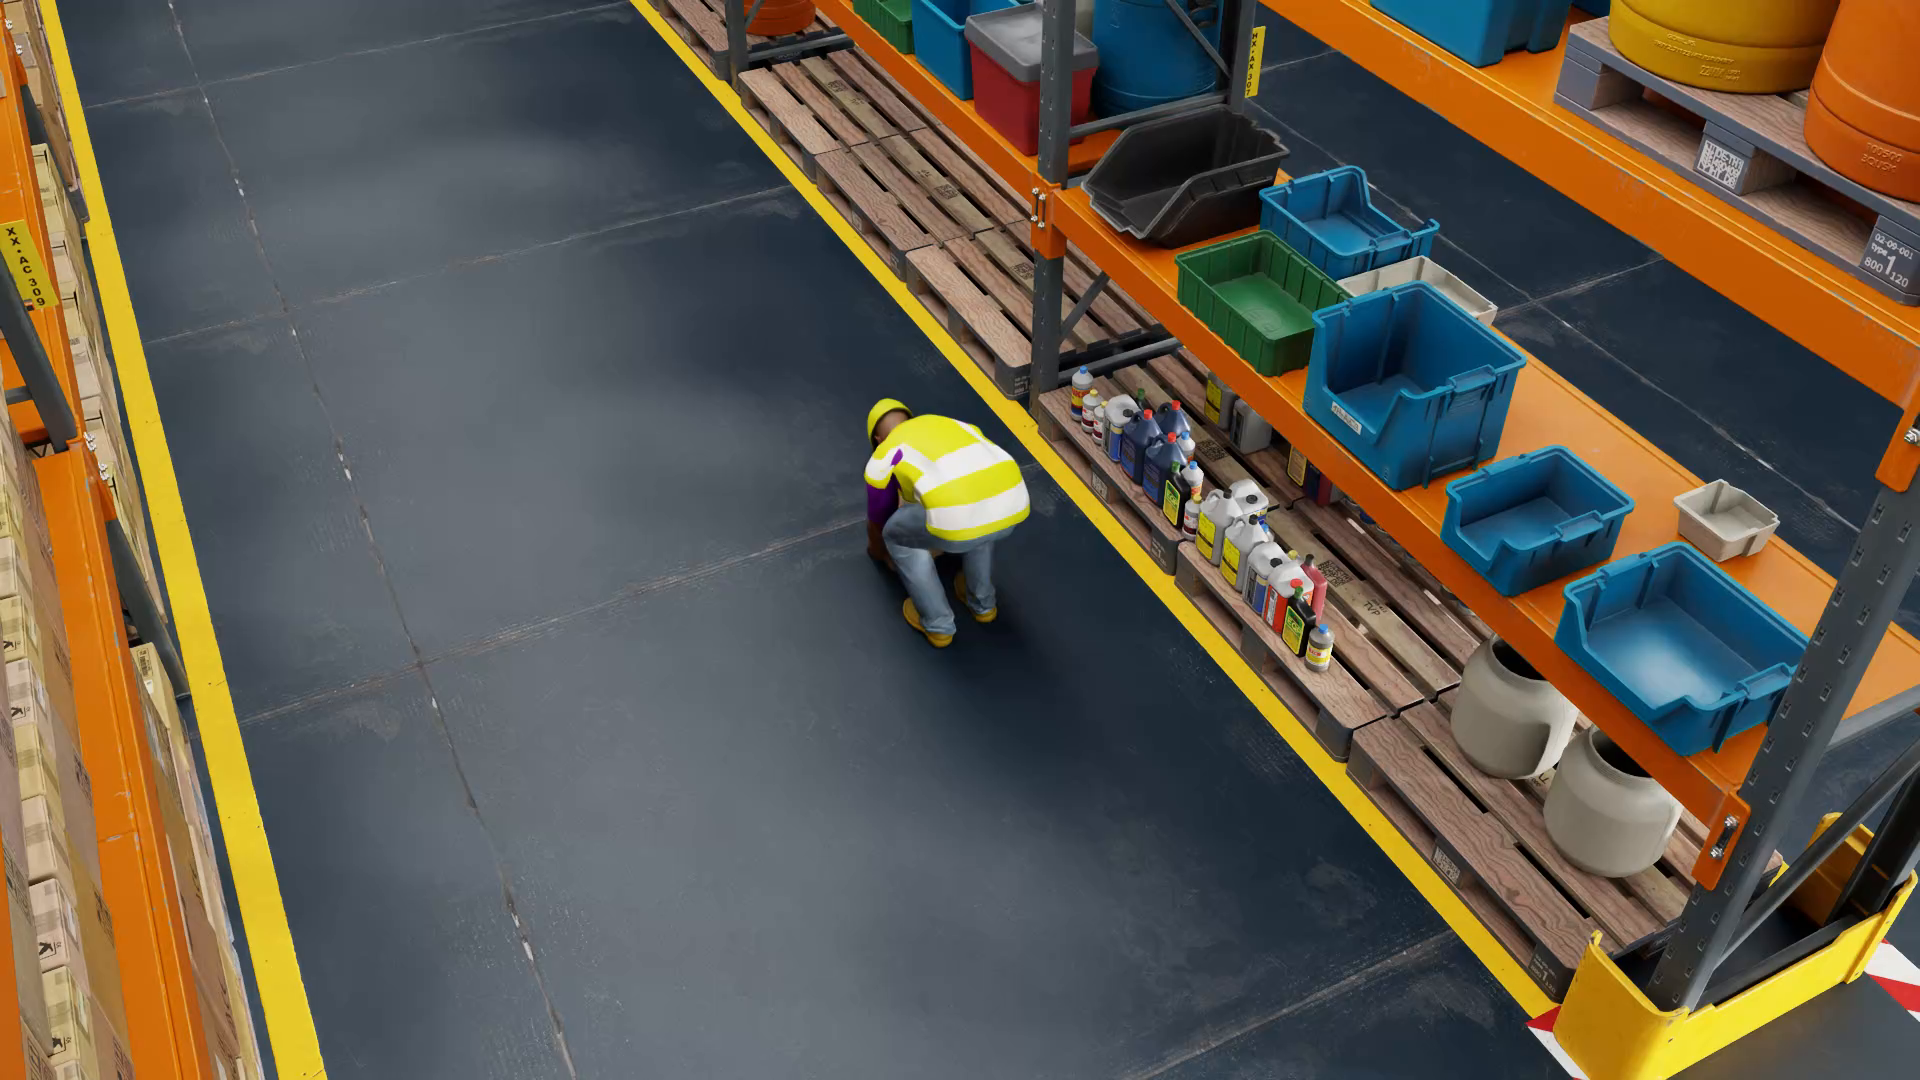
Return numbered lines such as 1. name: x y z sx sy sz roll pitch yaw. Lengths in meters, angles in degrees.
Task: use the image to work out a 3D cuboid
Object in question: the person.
1. person: -0.109 -0.117 6.914 0.501 0.925 0.975 -21 45 -22
